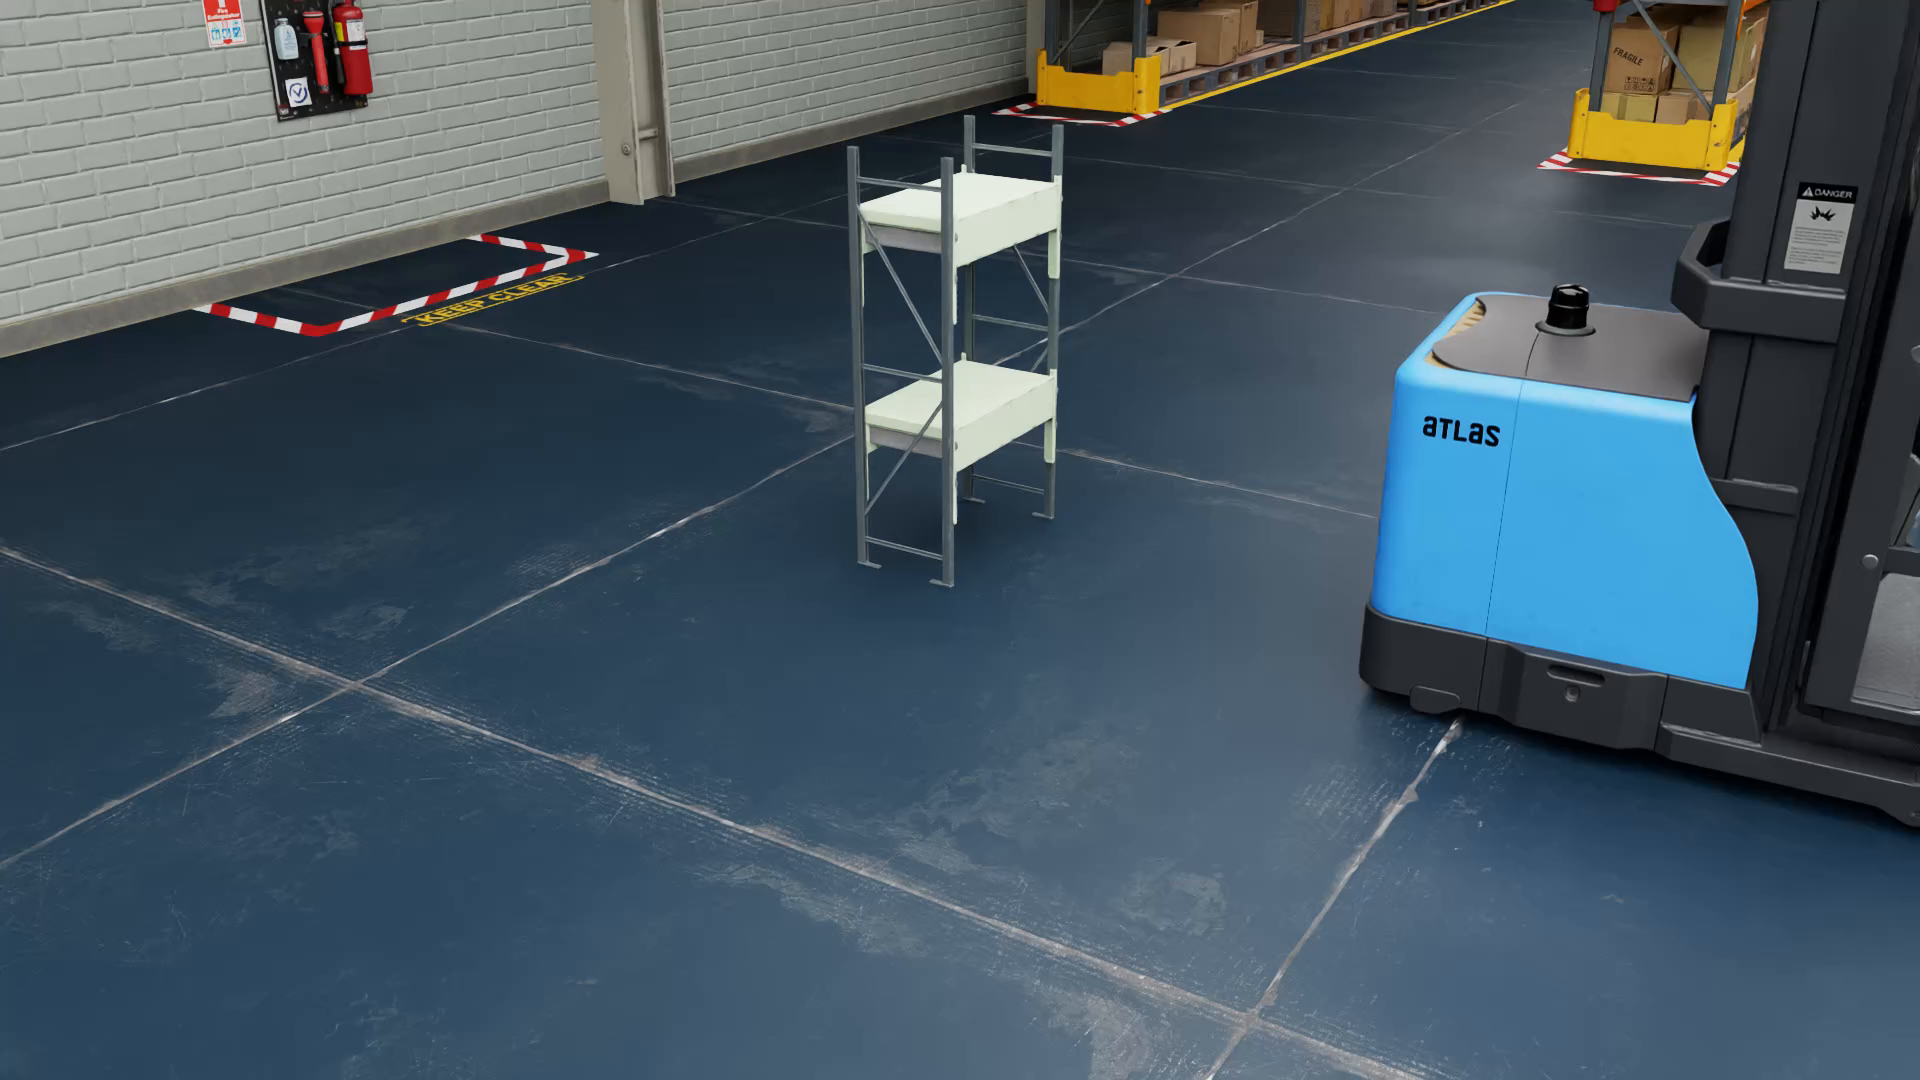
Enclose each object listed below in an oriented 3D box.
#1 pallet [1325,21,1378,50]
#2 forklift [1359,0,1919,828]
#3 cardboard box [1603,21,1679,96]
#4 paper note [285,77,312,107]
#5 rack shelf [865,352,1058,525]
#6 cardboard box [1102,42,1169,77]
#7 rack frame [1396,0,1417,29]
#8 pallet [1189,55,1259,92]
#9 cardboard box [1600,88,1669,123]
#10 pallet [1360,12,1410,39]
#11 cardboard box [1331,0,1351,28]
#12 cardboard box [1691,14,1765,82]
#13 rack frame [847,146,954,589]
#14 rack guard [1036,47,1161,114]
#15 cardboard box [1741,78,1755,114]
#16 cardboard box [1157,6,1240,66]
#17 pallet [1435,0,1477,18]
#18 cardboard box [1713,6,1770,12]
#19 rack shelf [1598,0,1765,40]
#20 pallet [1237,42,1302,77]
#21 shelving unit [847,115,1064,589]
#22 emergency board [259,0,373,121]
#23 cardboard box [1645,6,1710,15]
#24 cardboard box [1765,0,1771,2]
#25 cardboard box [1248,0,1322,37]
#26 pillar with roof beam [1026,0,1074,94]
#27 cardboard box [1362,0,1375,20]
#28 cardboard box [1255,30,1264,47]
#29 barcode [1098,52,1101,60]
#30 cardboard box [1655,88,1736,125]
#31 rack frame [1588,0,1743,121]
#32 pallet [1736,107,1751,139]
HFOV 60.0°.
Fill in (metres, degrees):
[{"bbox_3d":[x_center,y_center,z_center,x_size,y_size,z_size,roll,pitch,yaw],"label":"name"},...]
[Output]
[{"bbox_3d":[4.411,-6.182,20.265,1.003,0.211,1.213,14,27,29],"label":"pallet"},{"bbox_3d":[2.773,-0.747,4.285,3.031,2.935,1.130,12,26,25],"label":"forklift"},{"bbox_3d":[5.489,-3.917,13.511,0.500,0.500,0.500,14,27,29],"label":"cardboard box"},{"bbox_3d":[-3.770,-2.552,9.479,0.016,0.148,0.142,14,27,29],"label":"paper note"},{"bbox_3d":[-0.004,-0.387,6.076,0.431,0.370,0.720,14,27,29],"label":"rack shelf"},{"bbox_3d":[1.690,-4.618,15.973,0.500,0.311,0.500,11,26,23],"label":"cardboard box"},{"bbox_3d":[5.469,-8.136,21.267,1.000,3.000,0.127,14,27,29],"label":"rack frame"},{"bbox_3d":[2.392,-4.858,17.207,1.003,0.211,1.213,14,27,29],"label":"pallet"},{"bbox_3d":[5.491,-3.572,13.659,0.500,0.250,0.500,14,27,29],"label":"cardboard box"},{"bbox_3d":[5.055,-6.593,21.213,1.003,0.211,1.213,14,27,29],"label":"pallet"},{"bbox_3d":[4.266,-6.441,19.945,0.700,0.500,0.500,14,27,30],"label":"cardboard box"},{"bbox_3d":[6.446,-4.149,14.046,0.500,0.500,0.500,14,27,29],"label":"cardboard box"},{"bbox_3d":[-0.197,-0.562,5.661,0.400,1.500,0.023,14,27,29],"label":"rack frame"},{"bbox_3d":[1.289,-4.314,15.586,1.175,0.500,0.348,14,27,29],"label":"rack guard"},{"bbox_3d":[6.456,-3.802,14.190,0.500,0.250,0.500,14,27,29],"label":"cardboard box"},{"bbox_3d":[2.420,-5.135,16.927,0.700,0.500,0.500,12,26,26],"label":"cardboard box"},{"bbox_3d":[6.593,-7.516,23.347,1.003,0.211,1.213,14,27,29],"label":"pallet"},{"bbox_3d":[6.976,-4.486,14.824,0.500,0.500,0.500,14,27,29],"label":"cardboard box"},{"bbox_3d":[6.514,-4.744,14.337,1.077,0.370,4.000,14,27,29],"label":"rack shelf"},{"bbox_3d":[3.035,-5.272,18.162,1.003,0.211,1.213,14,27,29],"label":"pallet"},{"bbox_3d":[-0.004,-0.686,5.947,0.431,1.500,0.755,14,27,29],"label":"shelving unit"},{"bbox_3d":[-3.618,-3.002,9.409,0.194,1.169,0.643,14,27,29],"label":"emergency board"},{"bbox_3d":[6.269,-4.426,14.687,0.500,0.500,0.500,14,27,29],"label":"cardboard box"},{"bbox_3d":[8.342,-5.647,17.746,0.500,0.311,0.500,13,27,28],"label":"cardboard box"},{"bbox_3d":[3.733,-6.092,19.140,0.700,0.500,0.500,15,28,31],"label":"cardboard box"},{"bbox_3d":[4.541,-7.704,12.719,9.100,9.000,0.400,14,27,29],"label":"pillar with roof beam"},{"bbox_3d":[4.763,-6.787,20.745,0.700,0.500,0.500,14,27,29],"label":"cardboard box"},{"bbox_3d":[3.102,-5.500,18.193,0.380,0.166,0.250,10,25,22],"label":"cardboard box"},{"bbox_3d":[1.360,-4.712,16.179,0.001,0.075,0.075,14,27,29],"label":"barcode"},{"bbox_3d":[5.931,-3.464,13.408,0.500,0.250,0.500,14,27,29],"label":"cardboard box"},{"bbox_3d":[5.459,-4.399,12.635,1.000,3.000,0.127,14,27,29],"label":"rack frame"},{"bbox_3d":[6.471,-3.796,14.753,1.003,0.211,1.213,14,27,29],"label":"pallet"}]
